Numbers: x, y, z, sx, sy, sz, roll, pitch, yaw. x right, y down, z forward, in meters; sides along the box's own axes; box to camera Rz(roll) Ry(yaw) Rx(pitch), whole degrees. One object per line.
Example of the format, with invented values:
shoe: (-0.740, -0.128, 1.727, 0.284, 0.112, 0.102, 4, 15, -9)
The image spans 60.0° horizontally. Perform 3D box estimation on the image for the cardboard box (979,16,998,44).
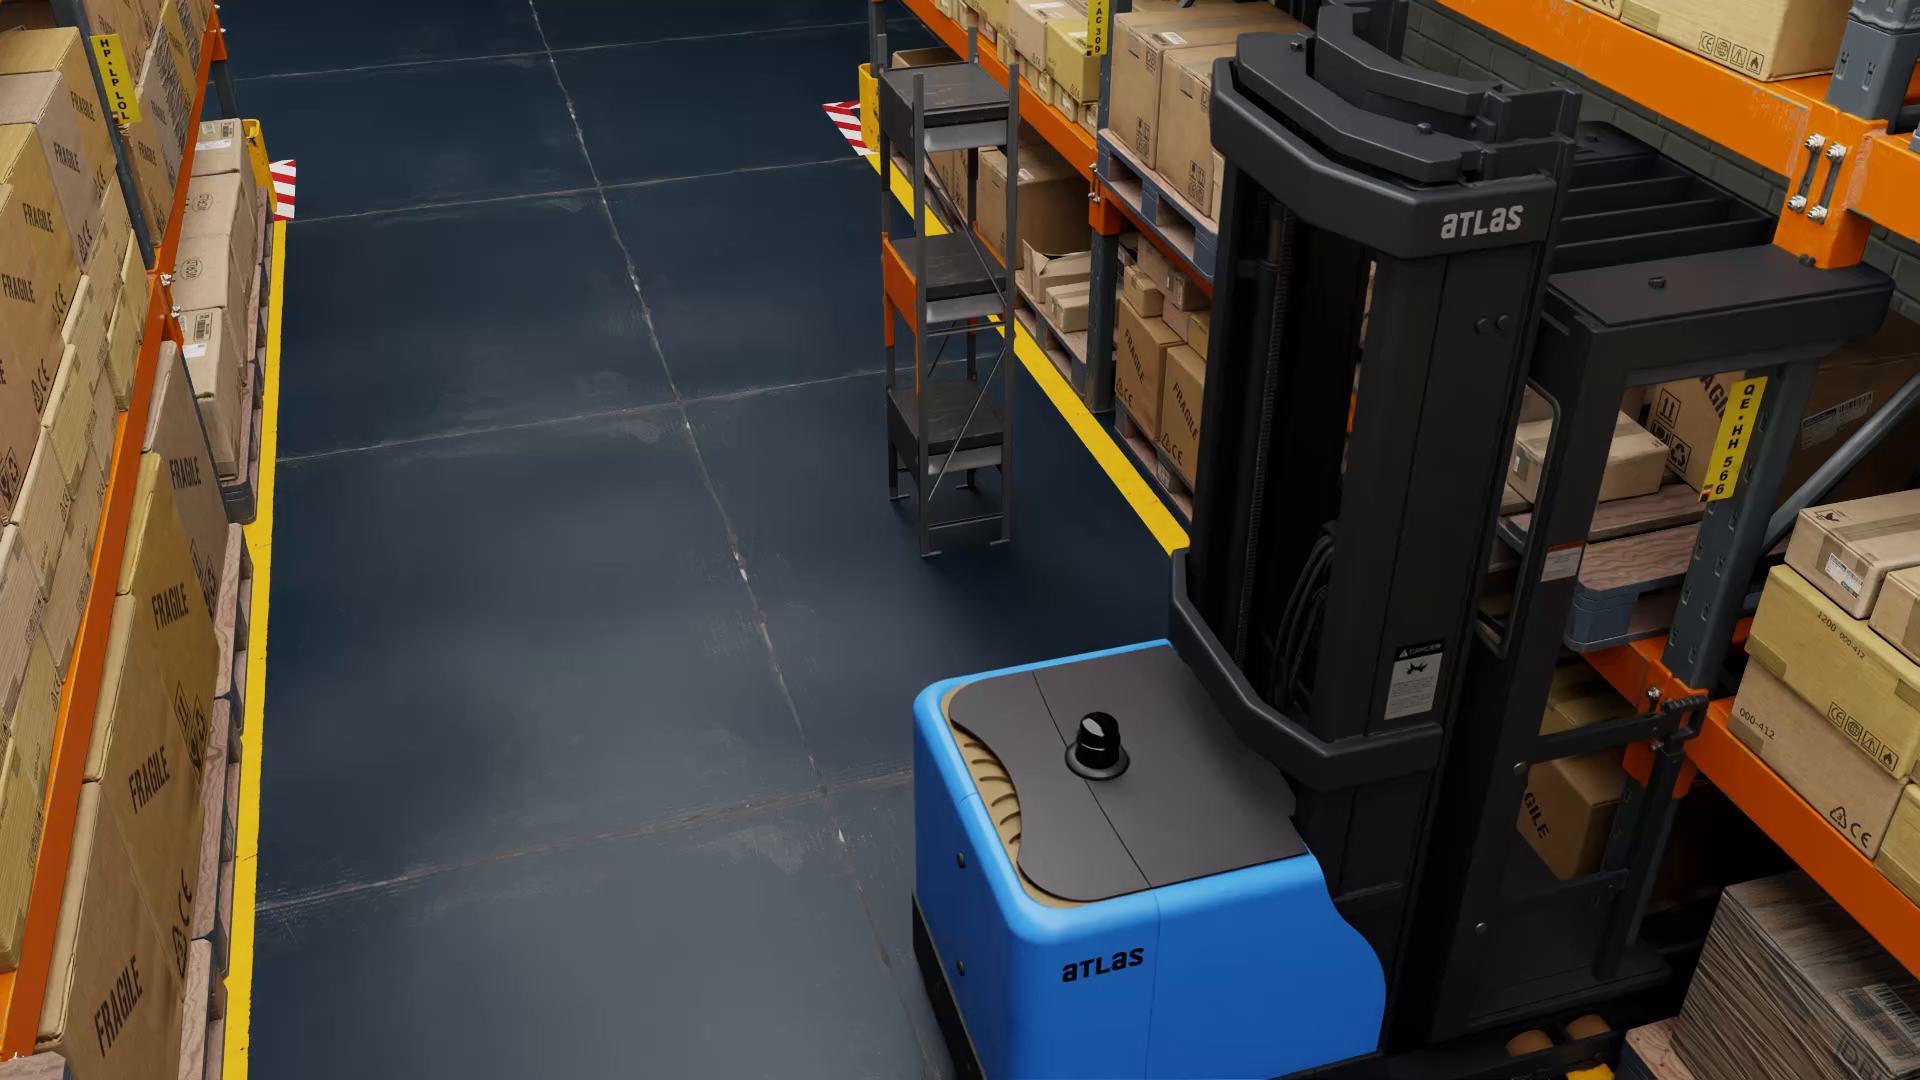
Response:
cardboard box: (0.319, -2.813, 9.014, 0.380, 0.149, 0.250, -10, 35, -15)

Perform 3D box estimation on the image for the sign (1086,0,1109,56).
sign: (0.596, -2.246, 7.143, 0.100, 0.325, 0.005, -10, 35, -15)

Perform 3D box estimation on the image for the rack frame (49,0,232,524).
rack frame: (-3.615, -1.143, 6.259, 1.000, 3.000, 0.127, -10, 35, -15)

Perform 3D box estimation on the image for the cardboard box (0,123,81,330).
cardboard box: (-2.939, -0.870, 4.848, 0.500, 0.500, 0.500, -9, 35, -13)

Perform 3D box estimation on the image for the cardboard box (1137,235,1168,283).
cardboard box: (1.024, -1.284, 7.501, 0.380, 0.149, 0.250, -11, 35, -16)

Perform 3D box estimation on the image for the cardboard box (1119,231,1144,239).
cardboard box: (1.002, -1.580, 9.125, 0.380, 0.149, 0.250, -10, 35, -15)

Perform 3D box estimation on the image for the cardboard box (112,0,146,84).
cardboard box: (-3.678, -2.159, 6.799, 0.500, 0.500, 0.500, -10, 35, -15)

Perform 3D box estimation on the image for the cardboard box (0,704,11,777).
cardboard box: (-2.315, 0.503, 3.450, 0.500, 0.250, 0.500, -10, 35, -15)

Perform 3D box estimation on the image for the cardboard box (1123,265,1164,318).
cardboard box: (0.967, -1.150, 7.567, 0.380, 0.149, 0.250, -8, 34, -12)

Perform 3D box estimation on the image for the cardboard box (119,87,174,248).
cardboard box: (-3.509, -1.475, 6.671, 0.500, 0.500, 0.500, -9, 34, -13)

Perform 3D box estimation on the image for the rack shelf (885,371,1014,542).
rack shelf: (-0.050, -0.368, 7.196, 0.431, 0.518, 0.480, -10, 35, -15)

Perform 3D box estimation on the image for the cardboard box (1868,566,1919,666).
cardboard box: (2.230, 0.165, 3.601, 0.380, 0.149, 0.250, -9, 35, -14)

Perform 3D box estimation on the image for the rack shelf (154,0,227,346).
rack shelf: (-4.225, -1.893, 8.047, 1.077, 0.370, 4.000, -10, 35, -15)

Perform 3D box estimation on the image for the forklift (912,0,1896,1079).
forklift: (1.428, 0.097, 4.444, 3.031, 2.935, 1.130, -9, 35, -14)

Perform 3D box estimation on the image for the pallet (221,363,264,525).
pallet: (-3.773, -0.392, 7.652, 1.003, 0.211, 1.213, -10, 35, -15)

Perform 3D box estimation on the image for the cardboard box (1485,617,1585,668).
cardboard box: (1.826, 0.362, 5.279, 0.380, 0.149, 0.250, -12, 35, -17)

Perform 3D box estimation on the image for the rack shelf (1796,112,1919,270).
rack shelf: (2.941, 0.219, 2.130, 1.077, 0.370, 4.000, -10, 35, -15)

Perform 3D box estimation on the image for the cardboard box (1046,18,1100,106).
cardboard box: (0.723, -2.268, 7.827, 0.500, 0.250, 0.500, -9, 35, -14)

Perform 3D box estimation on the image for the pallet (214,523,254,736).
pallet: (-3.308, 0.413, 6.434, 1.003, 0.211, 1.213, -10, 35, -15)

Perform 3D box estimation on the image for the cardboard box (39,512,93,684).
cardboard box: (-2.633, 0.177, 4.397, 0.500, 0.250, 0.500, -9, 34, -13)

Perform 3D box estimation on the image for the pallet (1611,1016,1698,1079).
pallet: (2.545, 1.722, 4.452, 1.003, 0.211, 1.213, -10, 35, -15)

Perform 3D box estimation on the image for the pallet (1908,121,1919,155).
pallet: (2.623, -0.711, 3.056, 1.213, 0.211, 1.003, -8, 34, -13)

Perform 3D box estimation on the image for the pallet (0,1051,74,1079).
pallet: (-2.076, 1.393, 2.595, 1.213, 0.211, 1.003, -10, 35, -15)

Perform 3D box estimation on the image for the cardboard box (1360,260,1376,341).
cardboard box: (1.657, -0.924, 5.453, 0.797, 0.503, 0.637, -11, 35, -16)

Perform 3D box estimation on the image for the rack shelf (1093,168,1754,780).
rack shelf: (1.721, -0.630, 6.135, 1.077, 0.370, 4.000, -10, 35, -15)

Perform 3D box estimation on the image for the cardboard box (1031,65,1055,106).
cardboard box: (0.570, -2.266, 8.186, 0.380, 0.149, 0.250, -9, 35, -13)

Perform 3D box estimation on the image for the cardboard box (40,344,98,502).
cardboard box: (-2.754, -0.301, 4.667, 0.500, 0.250, 0.500, -9, 35, -14)

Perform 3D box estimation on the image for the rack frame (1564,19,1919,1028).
rack frame: (2.331, 0.120, 4.347, 1.000, 3.000, 0.127, -10, 35, -15)

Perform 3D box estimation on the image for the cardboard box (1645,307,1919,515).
cardboard box: (2.323, -0.393, 4.653, 0.500, 0.500, 0.500, -8, 34, -12)

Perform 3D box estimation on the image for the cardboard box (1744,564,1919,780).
cardboard box: (2.210, 0.252, 3.830, 0.500, 0.250, 0.500, -10, 35, -15)

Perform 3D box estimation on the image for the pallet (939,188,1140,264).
pallet: (0.526, -1.819, 9.811, 1.003, 0.211, 1.213, -10, 35, -15)

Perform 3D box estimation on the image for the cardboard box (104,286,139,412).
cardboard box: (-3.084, -0.620, 5.604, 0.500, 0.250, 0.500, -10, 35, -15)

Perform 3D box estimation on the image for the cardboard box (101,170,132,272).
cardboard box: (-3.249, -1.099, 5.874, 0.500, 0.250, 0.500, -10, 35, -15)

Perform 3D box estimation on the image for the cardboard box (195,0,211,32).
cardboard box: (-4.436, -3.076, 9.094, 0.500, 0.500, 0.500, -10, 35, -14)

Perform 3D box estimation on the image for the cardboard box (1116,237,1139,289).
cardboard box: (1.134, -1.420, 8.736, 0.500, 0.311, 0.500, -9, 34, -13)

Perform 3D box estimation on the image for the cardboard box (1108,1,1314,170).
cardboard box: (1.045, -1.905, 6.941, 0.700, 0.500, 0.500, -9, 35, -14)

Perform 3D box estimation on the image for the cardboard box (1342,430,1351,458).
cardboard box: (1.535, -0.338, 6.339, 0.380, 0.149, 0.250, -10, 35, -15)

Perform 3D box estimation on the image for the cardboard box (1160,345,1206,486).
cardboard box: (1.216, -0.543, 7.237, 0.500, 0.500, 0.500, -10, 35, -15)

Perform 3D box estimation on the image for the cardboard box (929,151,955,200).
cardboard box: (0.210, -2.420, 10.078, 0.700, 0.500, 0.500, -9, 34, -13)

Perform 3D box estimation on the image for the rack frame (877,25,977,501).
rack frame: (-0.125, -1.091, 6.997, 0.400, 2.100, 0.015, -10, 35, -15)

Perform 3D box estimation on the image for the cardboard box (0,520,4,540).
cardboard box: (-2.473, -0.061, 3.624, 0.500, 0.500, 0.500, -10, 35, -15)

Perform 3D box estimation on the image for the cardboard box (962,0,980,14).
cardboard box: (0.260, -3.063, 9.031, 0.500, 0.250, 0.500, -11, 35, -16)

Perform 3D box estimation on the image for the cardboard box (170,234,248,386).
cardboard box: (-3.978, -1.067, 8.087, 0.875, 0.438, 0.875, -11, 35, -16)

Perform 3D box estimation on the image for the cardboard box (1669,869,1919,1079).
cardboard box: (2.508, 1.265, 4.387, 0.875, 0.625, 0.625, -9, 34, -13)

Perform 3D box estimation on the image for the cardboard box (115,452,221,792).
cardboard box: (-3.067, 0.353, 5.541, 0.875, 0.875, 0.875, -9, 35, -13)

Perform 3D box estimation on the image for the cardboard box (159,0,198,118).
cardboard box: (-3.961, -2.273, 7.878, 0.500, 0.500, 0.500, -9, 35, -13)

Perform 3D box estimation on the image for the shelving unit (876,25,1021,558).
shelving unit: (-0.050, -0.963, 6.803, 0.431, 2.100, 0.503, -10, 35, -15)
